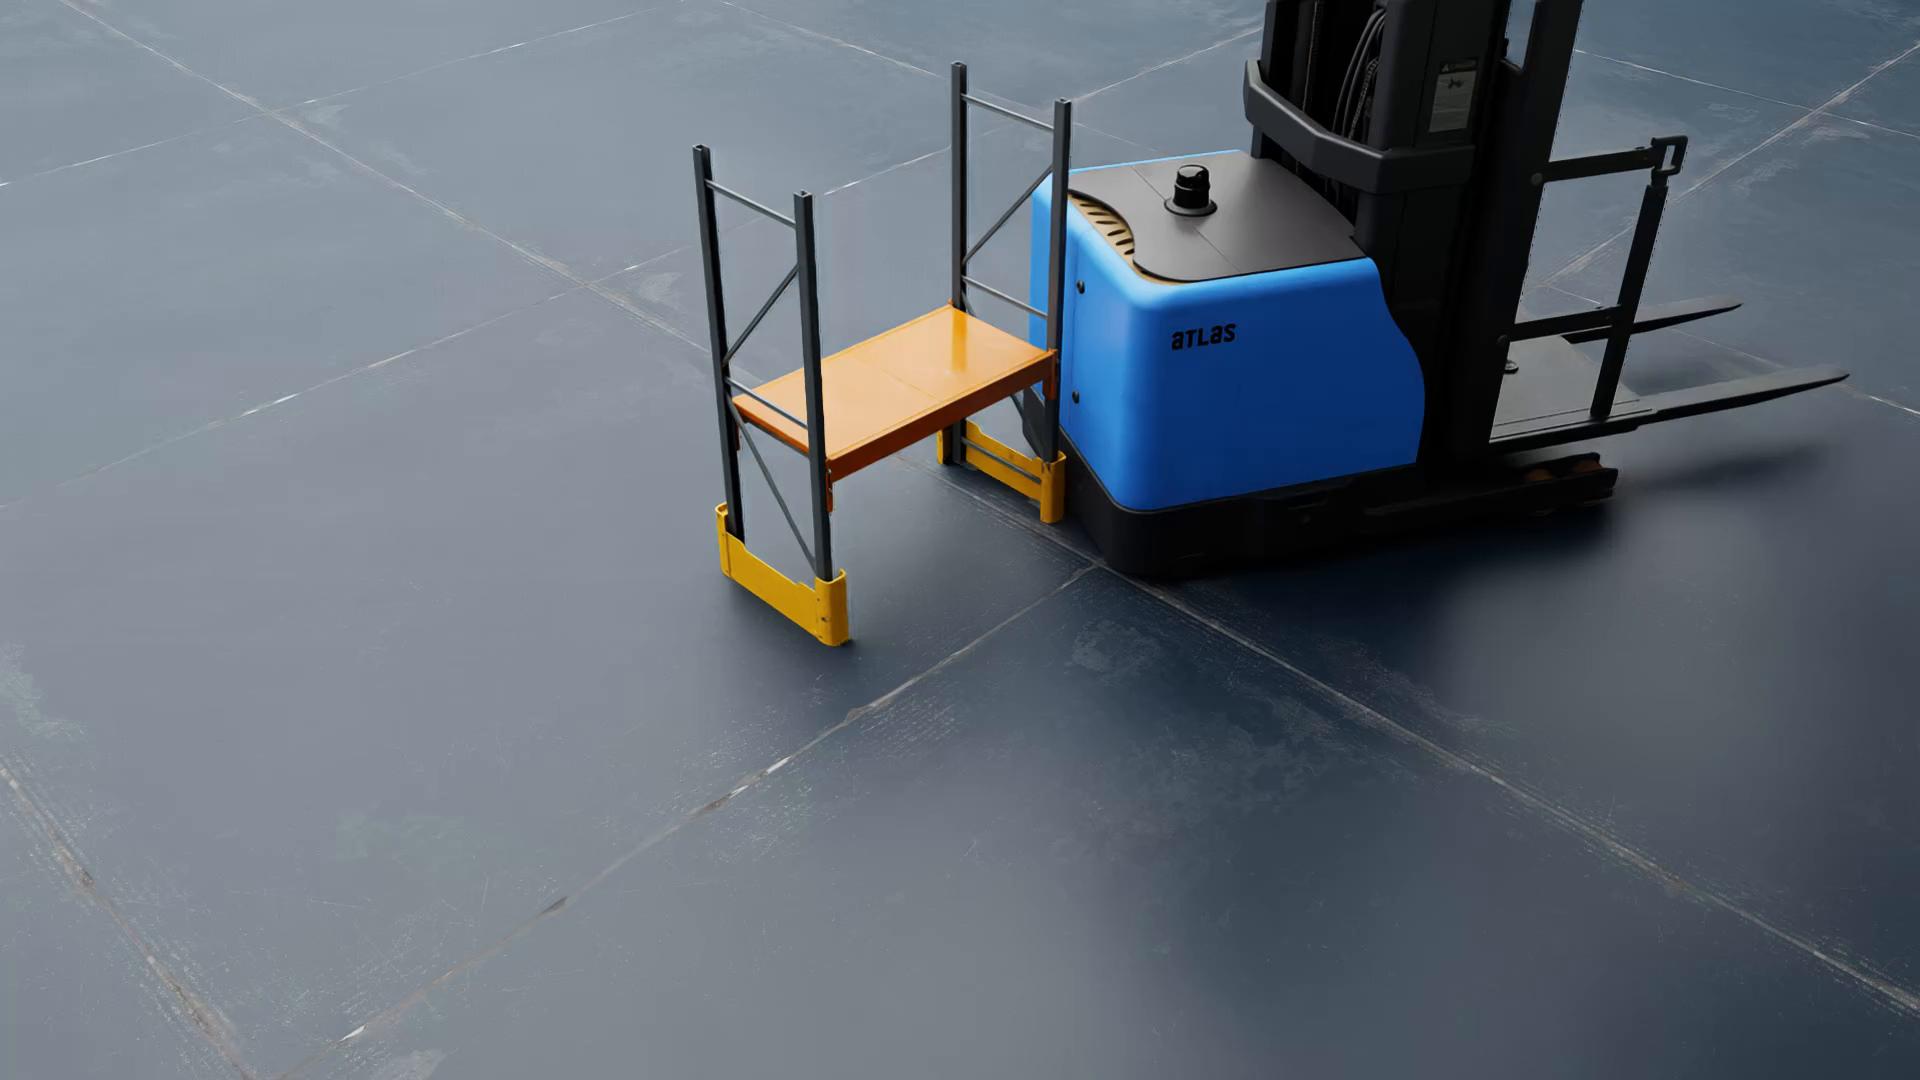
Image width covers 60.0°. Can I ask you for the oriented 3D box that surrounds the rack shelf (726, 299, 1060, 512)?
[{"bbox_3d":[-0.213,-0.462,5.416,1.000,0.185,0.538,-29,44,-35],"label":"rack shelf"}]

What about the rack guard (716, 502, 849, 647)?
[{"bbox_3d":[-0.579,0.103,5.383,0.087,0.250,0.587,-29,44,-35],"label":"rack guard"}]

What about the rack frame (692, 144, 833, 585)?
[{"bbox_3d":[-0.580,-0.409,5.025,0.032,1.500,0.500,-29,44,-35],"label":"rack frame"}]

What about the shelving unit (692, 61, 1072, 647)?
[{"bbox_3d":[-0.219,-0.606,5.308,1.083,1.500,0.587,-29,44,-35],"label":"shelving unit"}]

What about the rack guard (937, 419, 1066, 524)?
[{"bbox_3d":[0.140,-0.290,5.948,0.087,0.250,0.587,-29,44,-35],"label":"rack guard"}]

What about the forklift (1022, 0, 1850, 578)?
[{"bbox_3d":[1.807,-1.563,5.430,3.031,2.935,1.130,-10,36,-14],"label":"forklift"}]

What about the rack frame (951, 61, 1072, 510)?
[{"bbox_3d":[0.154,-0.811,5.601,0.032,1.500,0.500,-29,44,-35],"label":"rack frame"}]
